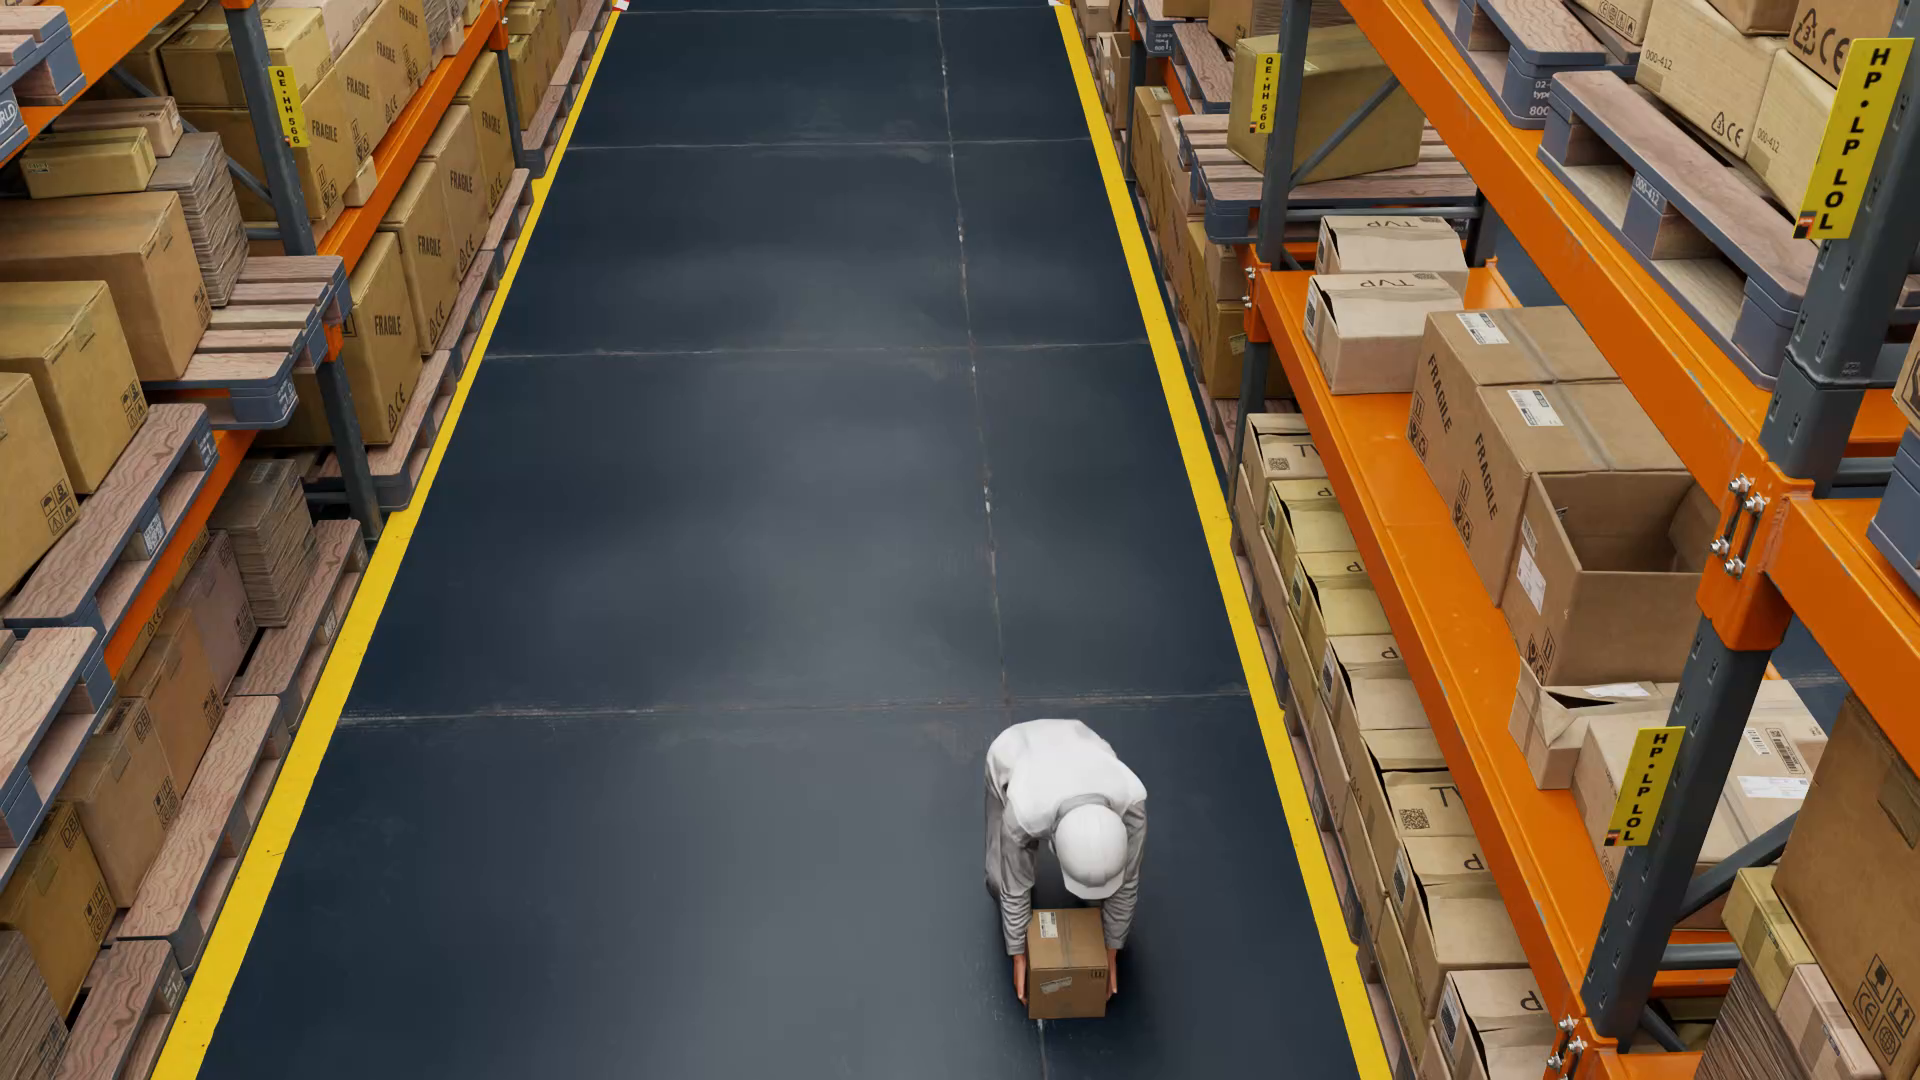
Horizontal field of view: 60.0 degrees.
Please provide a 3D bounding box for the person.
[{"bbox_3d":[0.343,1.043,5.569,0.526,0.871,0.957,-2,35,-3],"label":"person"}]
